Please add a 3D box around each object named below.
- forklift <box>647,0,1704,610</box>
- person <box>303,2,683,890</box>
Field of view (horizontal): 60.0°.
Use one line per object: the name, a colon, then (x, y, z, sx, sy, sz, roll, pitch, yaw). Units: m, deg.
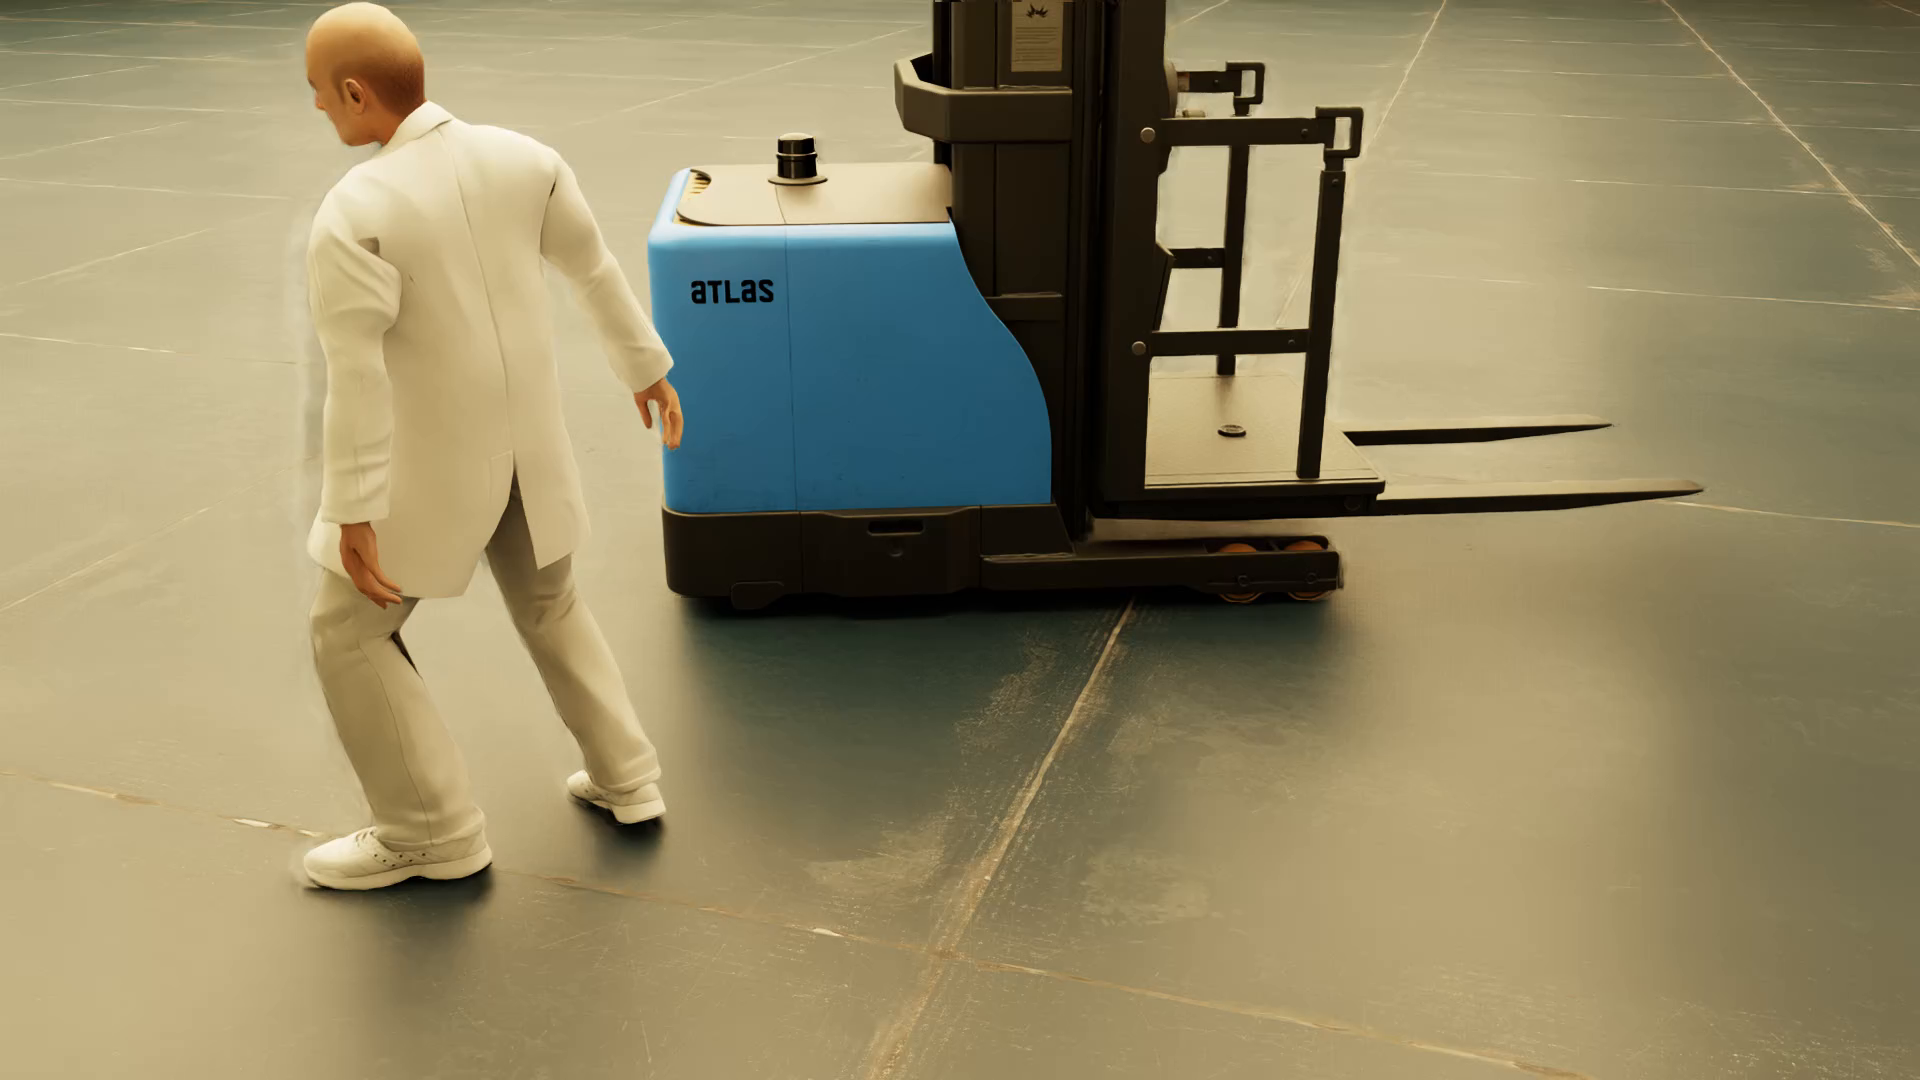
forklift: (0.656, -1.376, 4.612, 3.031, 2.935, 1.130, -2, 23, -4)
person: (-0.941, -0.162, 3.342, 0.555, 1.759, 0.916, 17, 28, 35)
